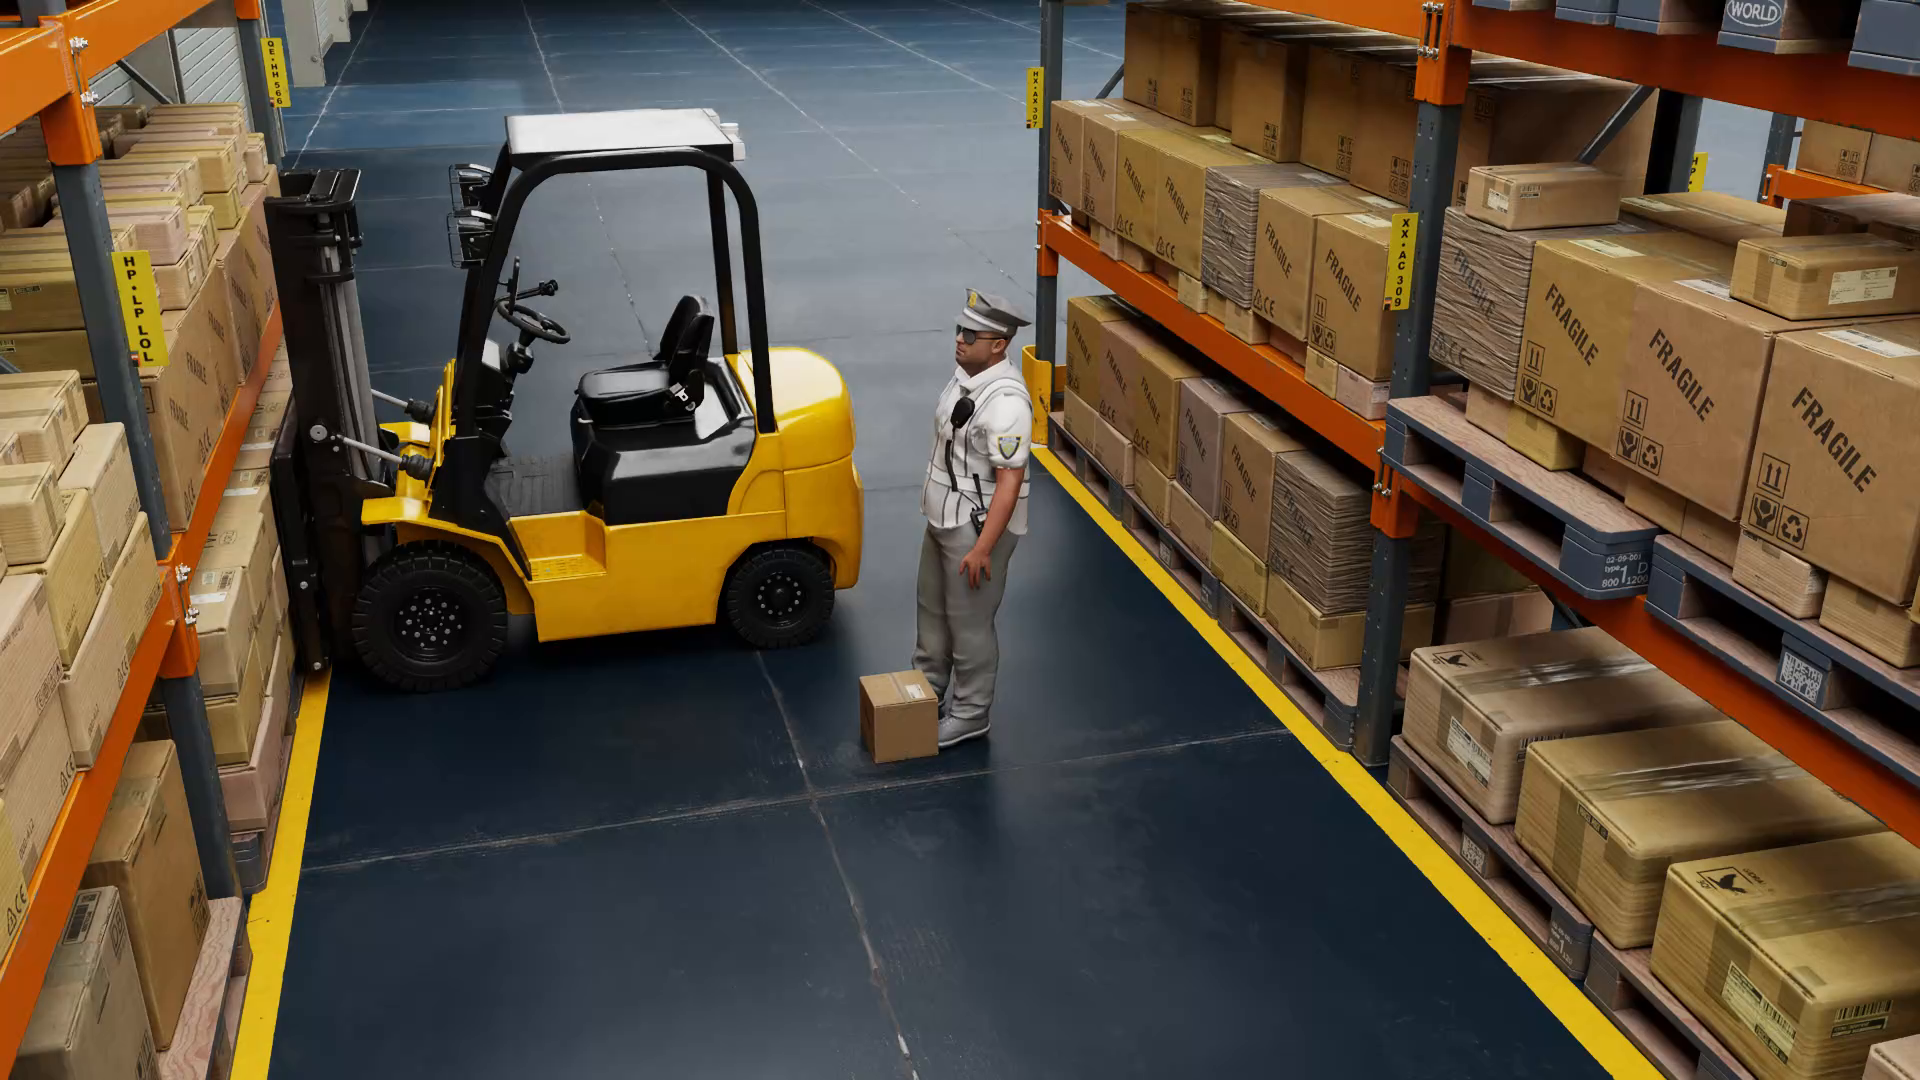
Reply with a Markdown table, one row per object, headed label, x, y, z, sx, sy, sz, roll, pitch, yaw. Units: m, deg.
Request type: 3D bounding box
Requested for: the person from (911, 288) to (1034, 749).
| label | x | y | z | sx | sy | sz | roll | pitch | yaw |
| --- | --- | --- | --- | --- | --- | --- | --- | --- | --- |
| person | -0.039 | -0.070 | 6.189 | 0.573 | 1.782 | 0.642 | -6 | 24 | -14 |
